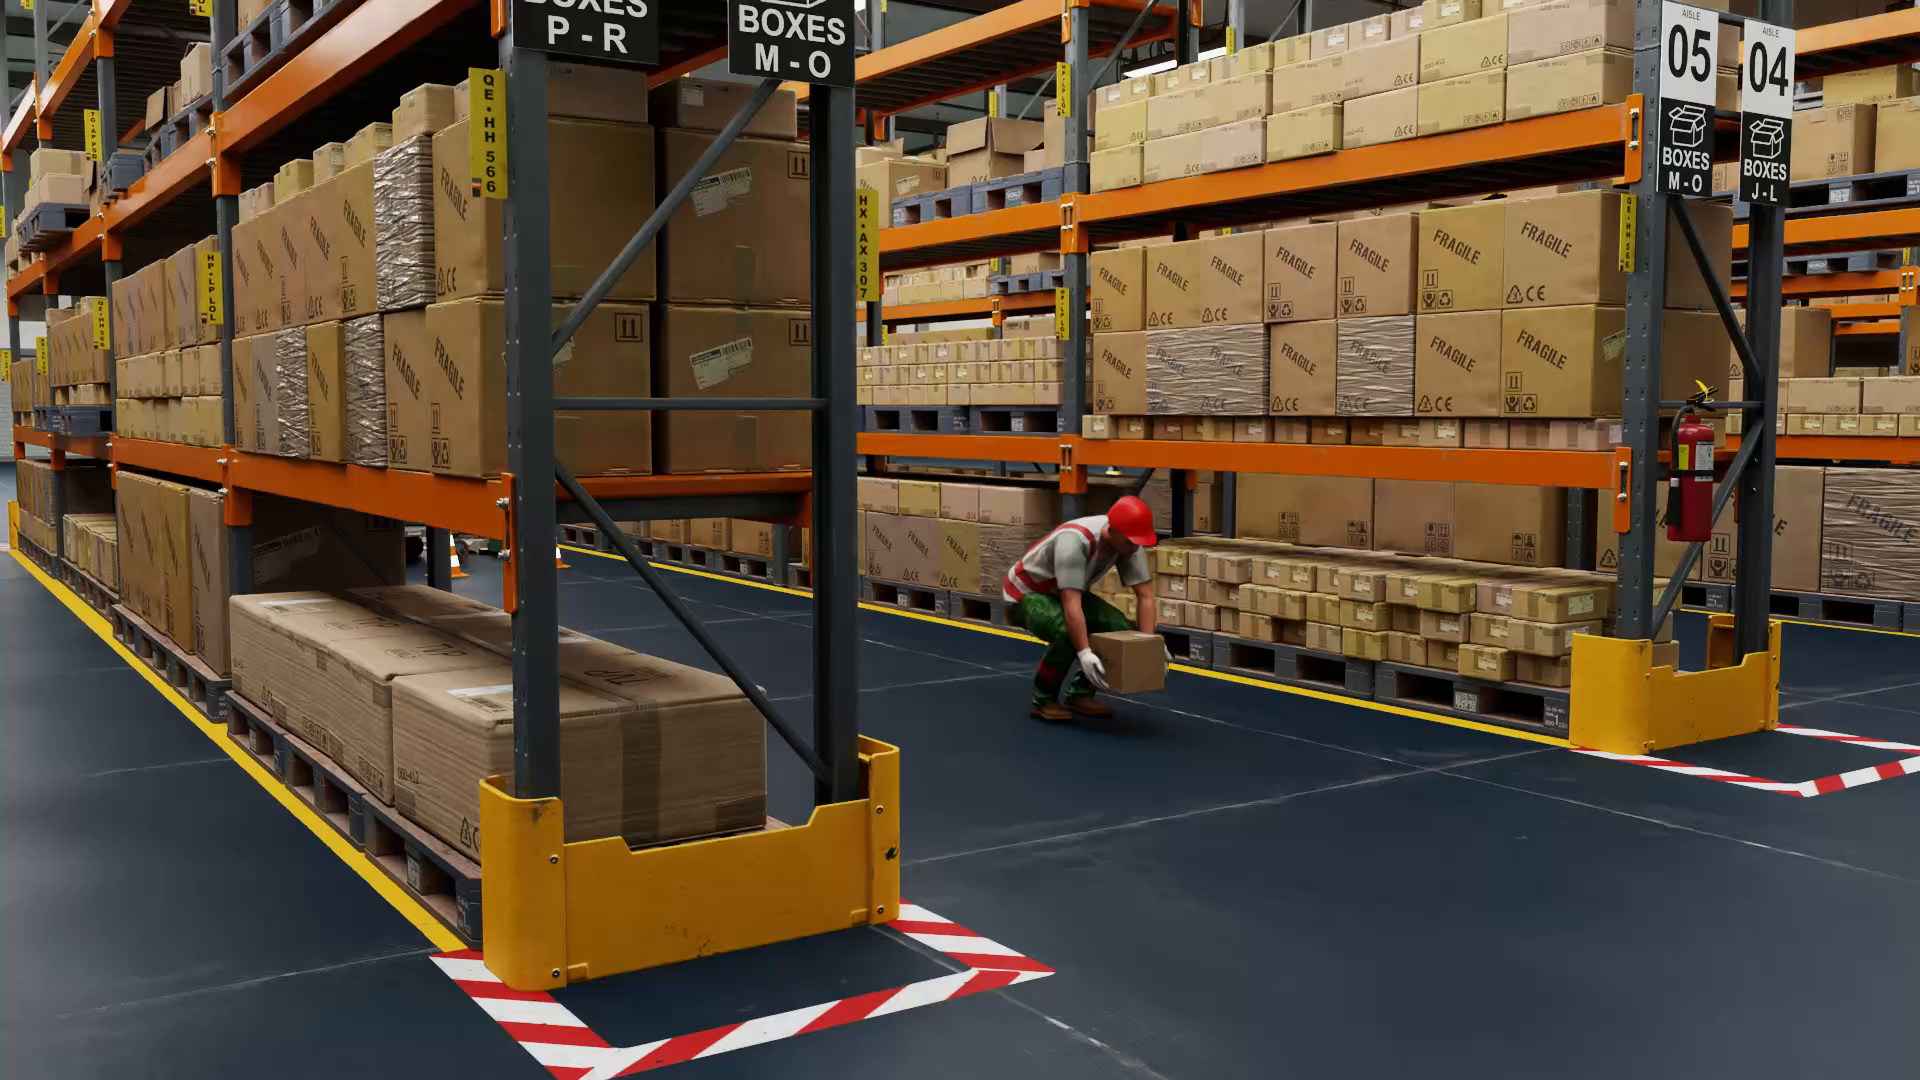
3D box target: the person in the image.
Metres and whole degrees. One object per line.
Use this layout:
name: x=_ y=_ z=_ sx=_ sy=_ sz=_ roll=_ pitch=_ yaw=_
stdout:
person: x=0.601 y=0.319 z=8.000 sx=0.574 sy=1.093 sz=0.857 roll=-3 pitch=6 yaw=-34
